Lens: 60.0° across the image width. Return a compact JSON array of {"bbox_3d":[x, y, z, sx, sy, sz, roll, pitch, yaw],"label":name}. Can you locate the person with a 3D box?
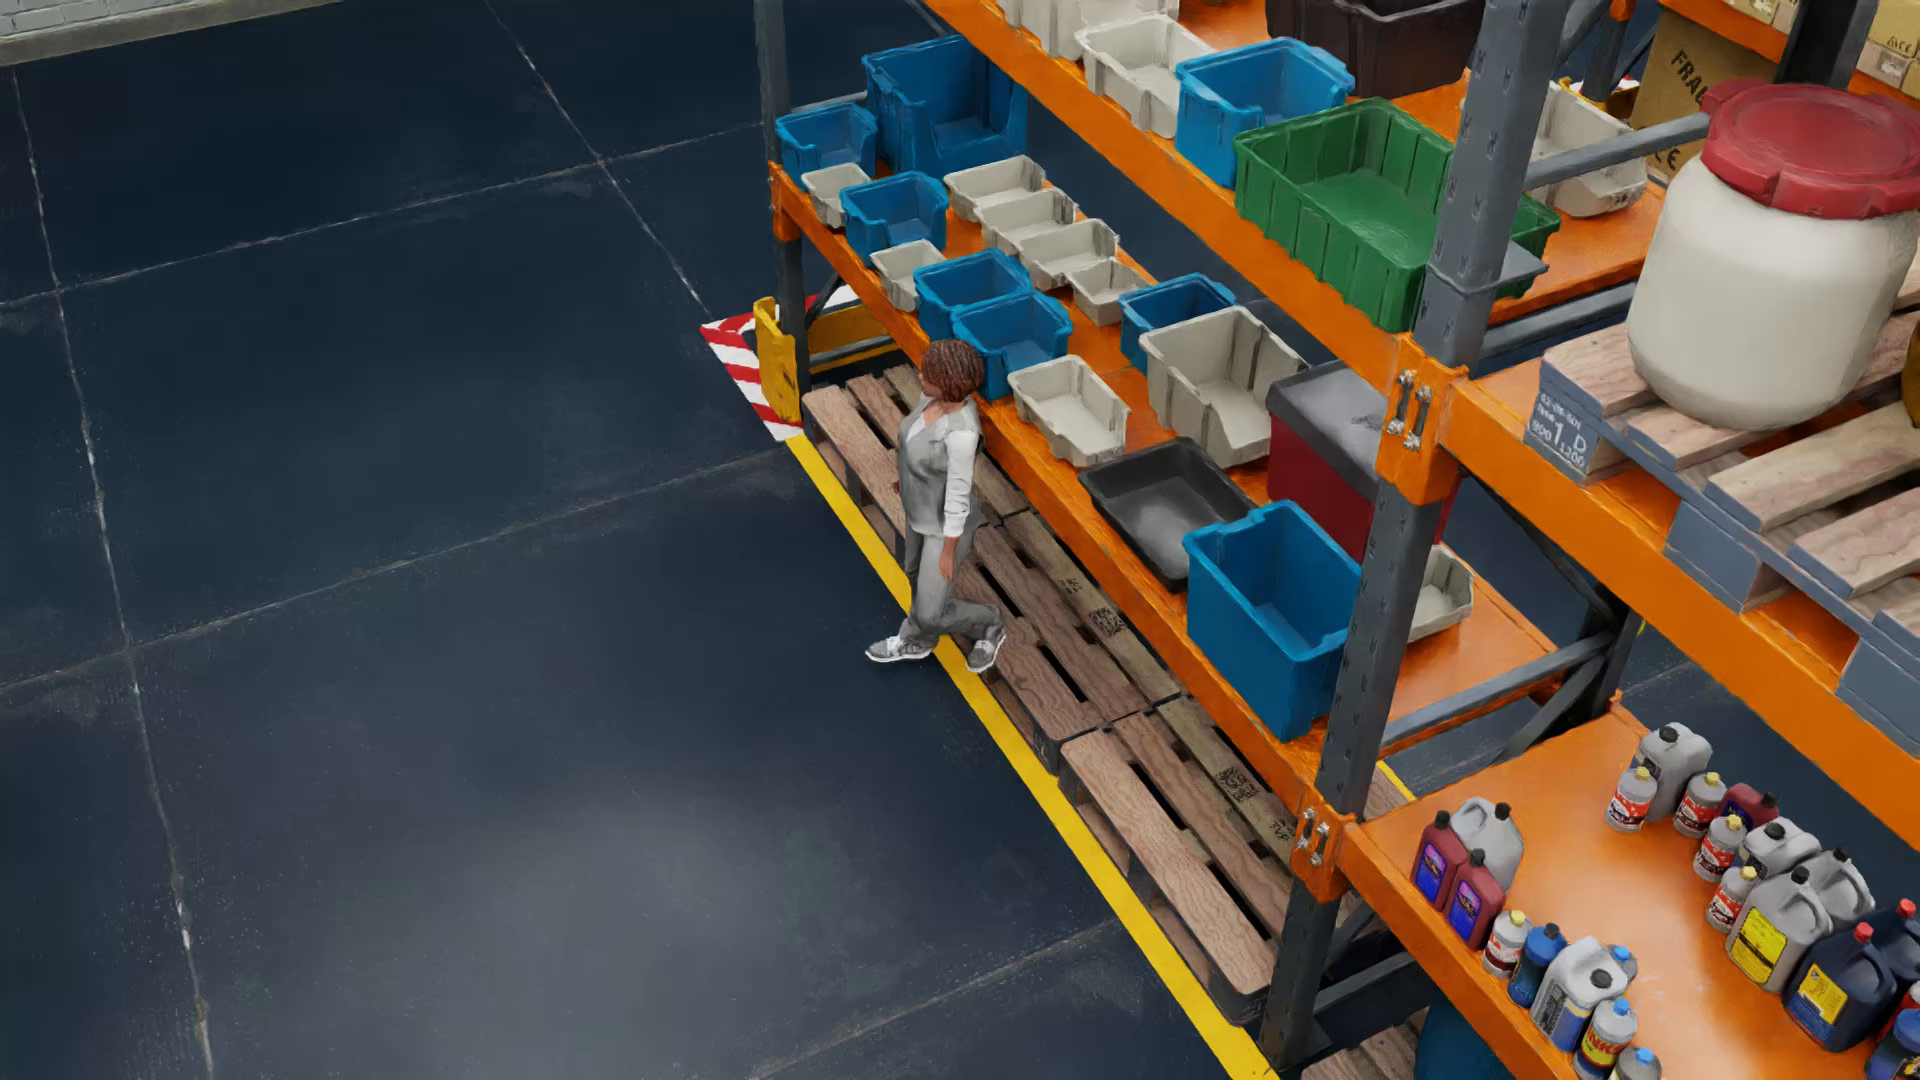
[{"bbox_3d":[-0.102,-0.085,6.240,0.517,1.580,0.601,-13,43,-14],"label":"person"}]
